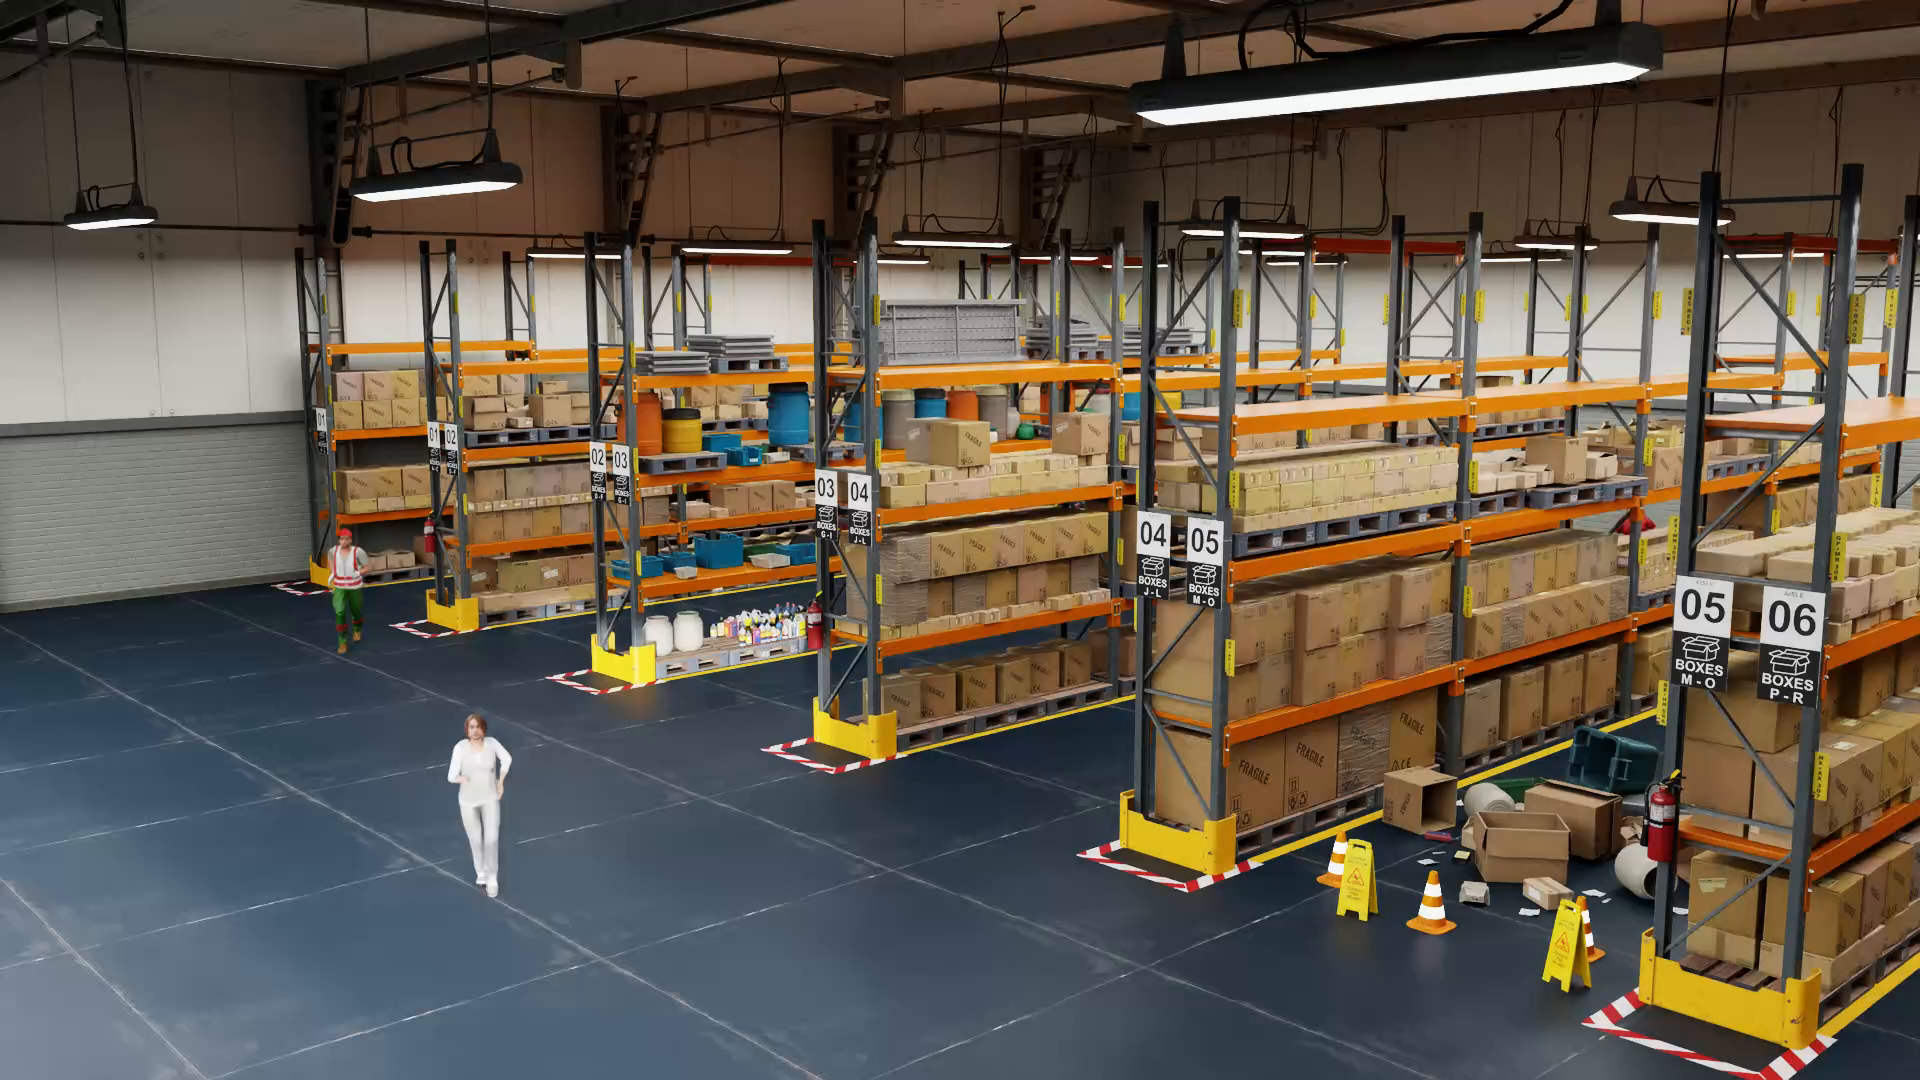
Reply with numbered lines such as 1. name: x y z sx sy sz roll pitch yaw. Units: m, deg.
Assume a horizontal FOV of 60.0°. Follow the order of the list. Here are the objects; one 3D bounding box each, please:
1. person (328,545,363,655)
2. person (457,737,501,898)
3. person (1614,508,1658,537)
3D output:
1. person: -9.013 0.829 24.432 0.493 1.582 0.933 -2 9 -14
2. person: -4.155 2.393 14.415 0.349 1.388 0.567 -2 9 -13
3. person: 11.665 0.167 28.648 0.803 1.634 0.595 3 9 20
